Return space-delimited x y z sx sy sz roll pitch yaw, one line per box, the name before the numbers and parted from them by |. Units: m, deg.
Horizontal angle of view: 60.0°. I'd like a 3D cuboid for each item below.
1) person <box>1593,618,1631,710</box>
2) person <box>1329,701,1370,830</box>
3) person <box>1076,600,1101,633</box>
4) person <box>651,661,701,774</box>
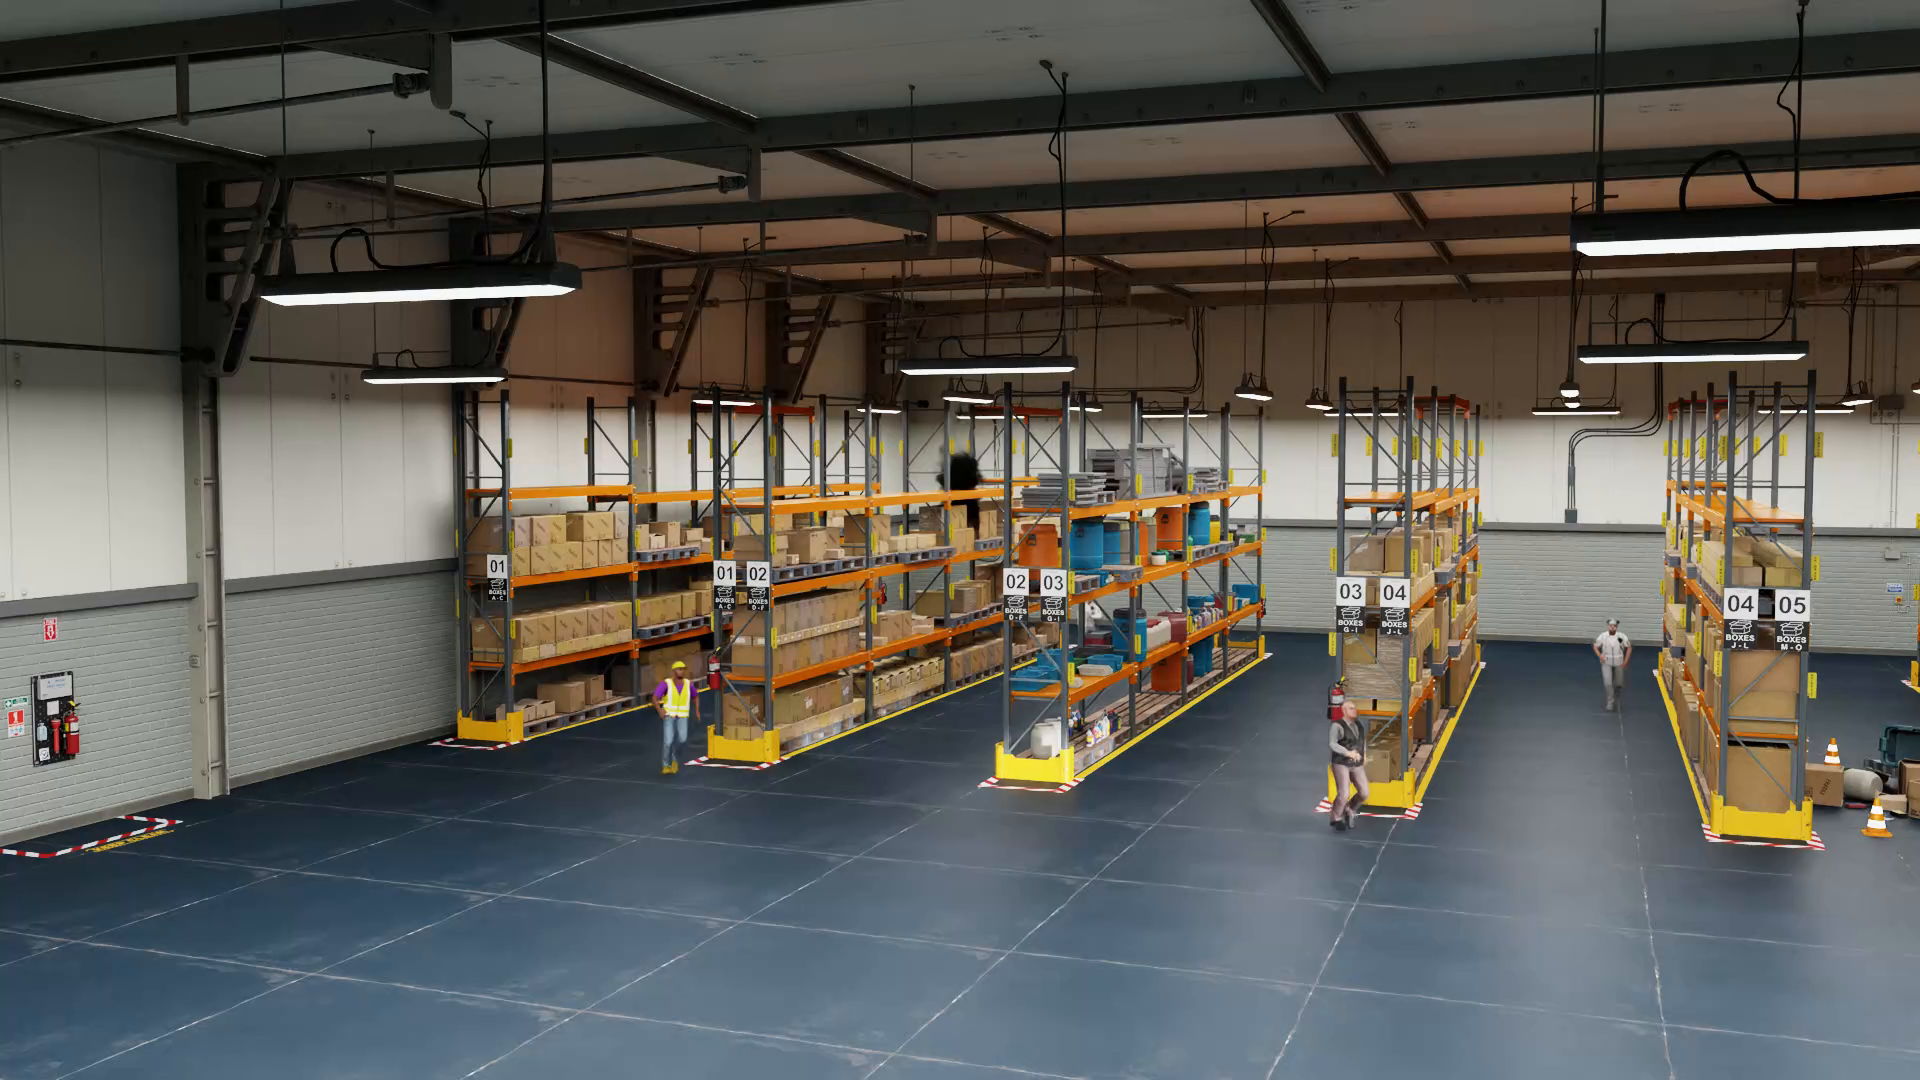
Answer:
person | 12.605 2.378 32.133 0.690 1.752 0.623 1 3 17
person | 5.120 2.957 21.720 0.687 1.707 0.642 -1 3 -24
person | 2.959 2.033 38.307 0.594 1.728 0.838 0 3 9
person | -4.366 2.739 25.638 0.761 1.720 0.595 -1 3 -19
